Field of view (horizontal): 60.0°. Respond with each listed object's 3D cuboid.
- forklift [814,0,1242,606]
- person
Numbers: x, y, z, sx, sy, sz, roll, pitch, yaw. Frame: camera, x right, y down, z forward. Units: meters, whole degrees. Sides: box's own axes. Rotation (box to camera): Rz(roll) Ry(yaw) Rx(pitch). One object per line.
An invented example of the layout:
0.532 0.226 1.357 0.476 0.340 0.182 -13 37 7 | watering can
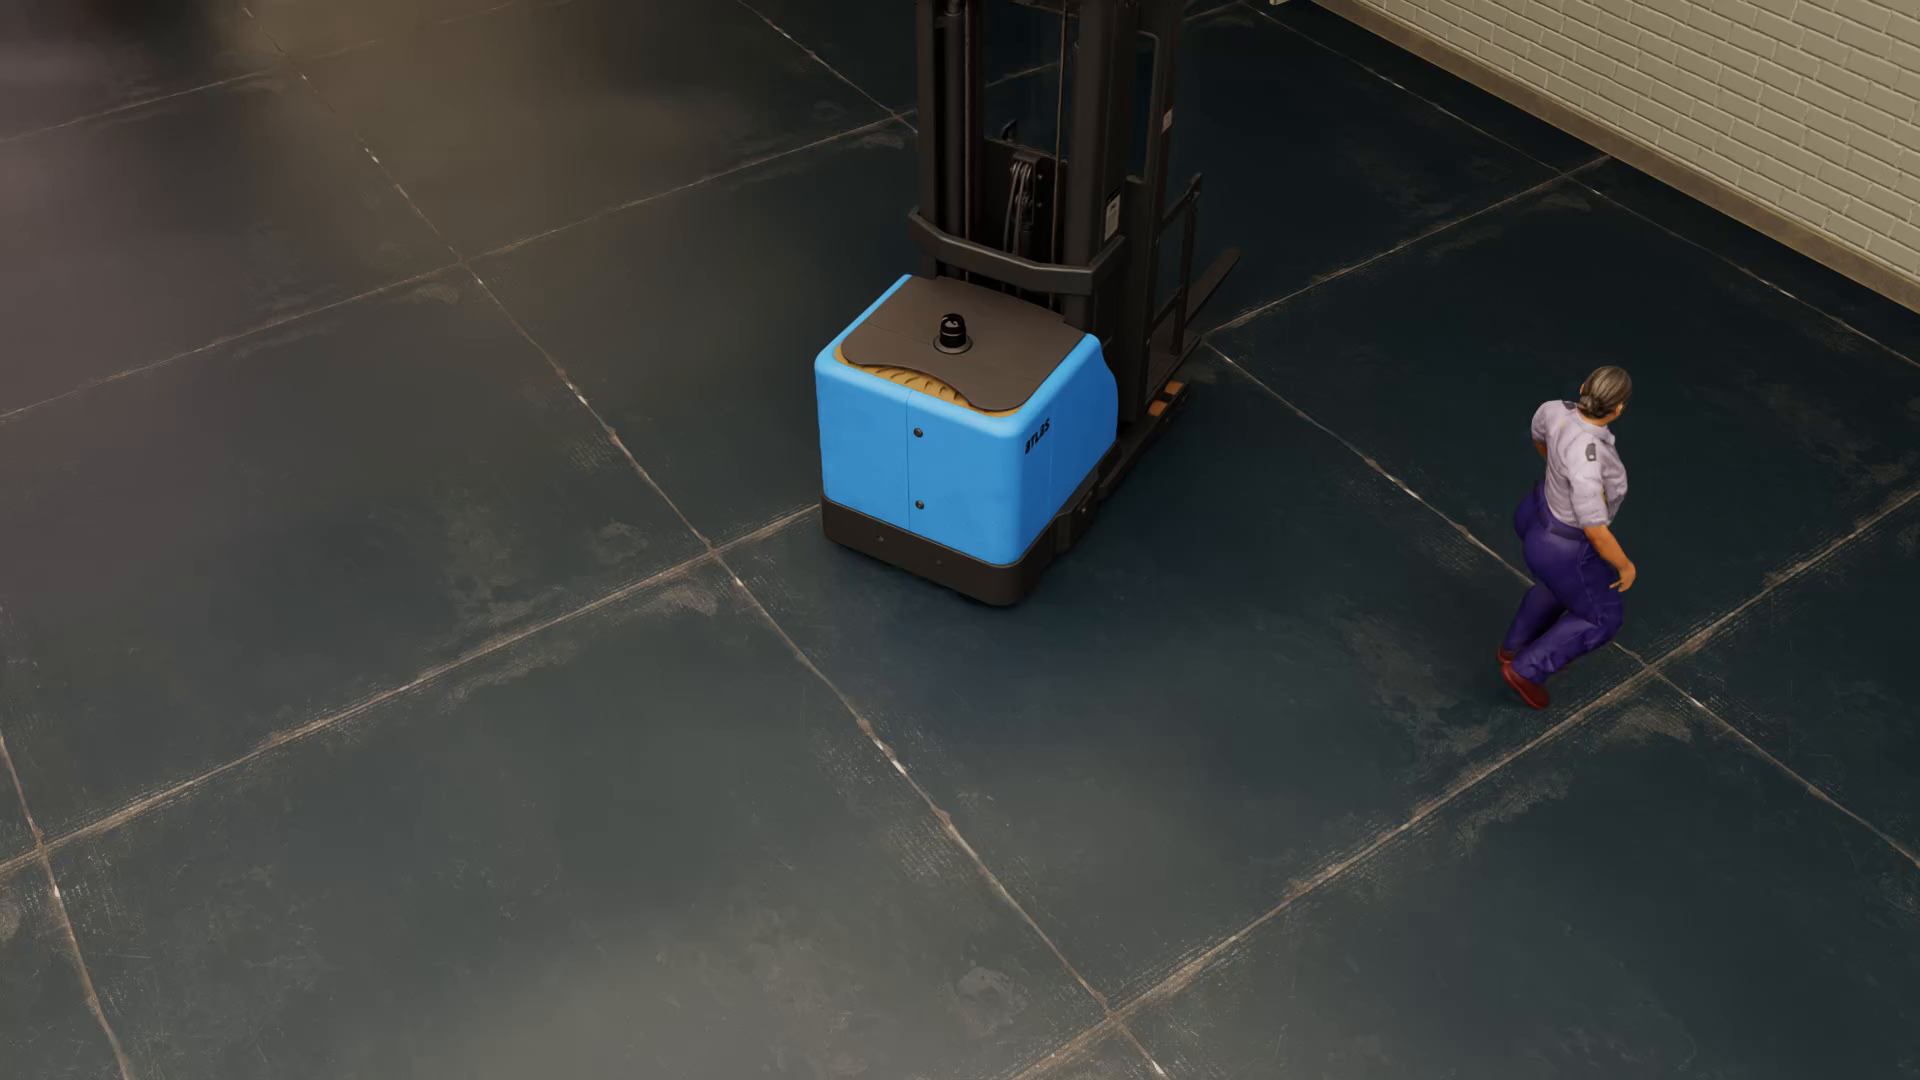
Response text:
0.530 -1.768 7.633 1.130 2.935 3.031 21 47 22 | forklift
2.484 -0.042 6.745 0.451 1.634 0.732 3 43 4 | person
